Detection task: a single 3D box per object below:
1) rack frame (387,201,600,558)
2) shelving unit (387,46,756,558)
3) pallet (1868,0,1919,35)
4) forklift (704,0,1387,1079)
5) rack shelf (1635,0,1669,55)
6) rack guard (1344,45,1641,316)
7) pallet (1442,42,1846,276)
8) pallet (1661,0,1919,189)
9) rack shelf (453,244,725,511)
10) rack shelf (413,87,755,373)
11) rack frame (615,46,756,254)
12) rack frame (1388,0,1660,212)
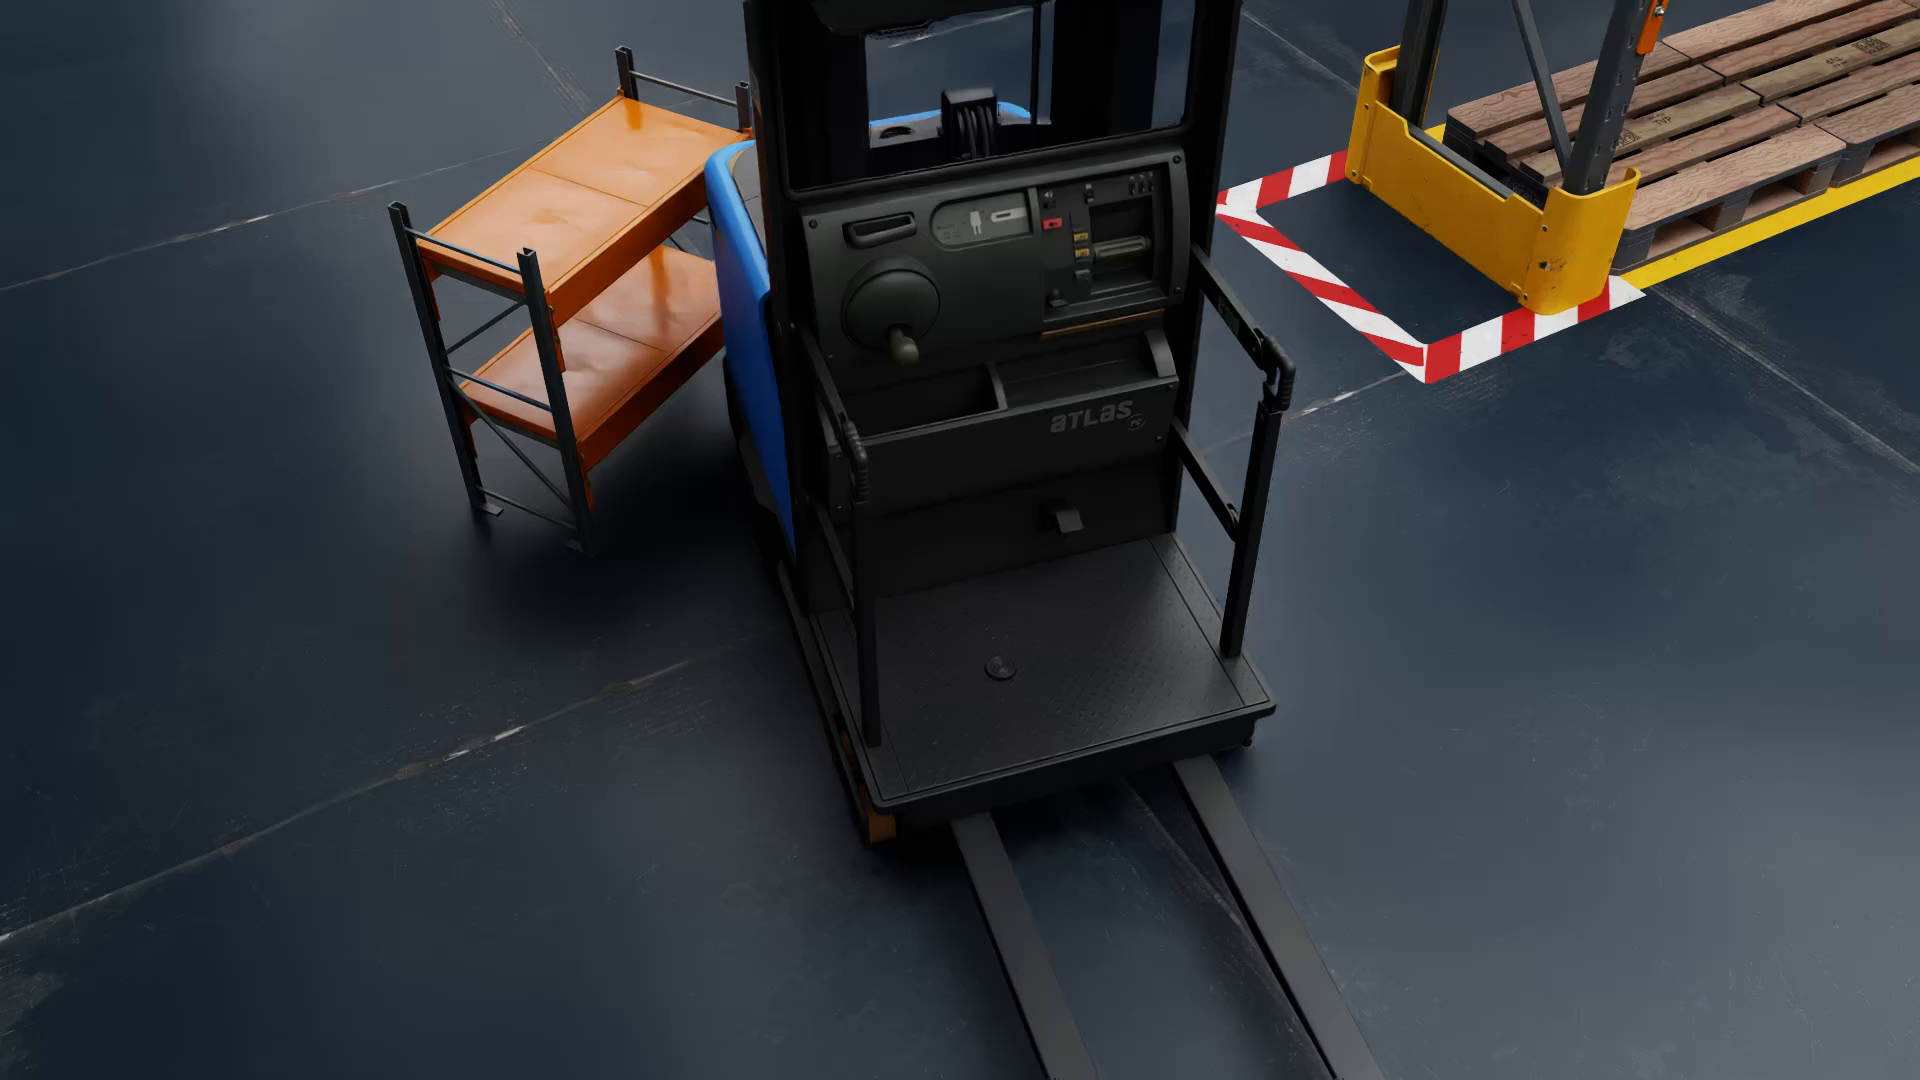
[{"bbox_3d":[-1.355,-0.442,4.898,0.500,1.125,0.032,21,48,21],"label":"rack frame"},{"bbox_3d":[-1.107,-0.751,5.216,0.538,1.125,1.048,21,48,21],"label":"shelving unit"},{"bbox_3d":[4.850,-2.420,7.592,1.213,0.211,1.003,-22,48,-21],"label":"pallet"},{"bbox_3d":[0.166,-0.570,3.733,1.130,2.935,3.031,-13,46,-13],"label":"forklift"},{"bbox_3d":[3.734,-2.747,6.443,4.000,0.370,1.077,-22,48,-21],"label":"rack shelf"},{"bbox_3d":[1.985,-1.398,6.332,0.348,0.500,1.175,-22,48,-21],"label":"rack guard"},{"bbox_3d":[2.734,-1.573,6.720,1.213,0.211,1.003,-22,48,-21],"label":"pallet"},{"bbox_3d":[3.791,-1.994,7.153,1.213,0.211,1.003,-22,48,-21],"label":"pallet"},{"bbox_3d":[-1.107,-0.576,5.387,0.538,0.278,1.000,21,48,21],"label":"rack shelf"},{"bbox_3d":[-1.107,-0.961,5.012,0.538,0.278,1.000,21,48,21],"label":"rack shelf"},{"bbox_3d":[-0.859,-1.060,5.535,0.500,1.125,0.032,21,48,21],"label":"rack frame"},{"bbox_3d":[2.000,-2.311,5.478,0.127,3.000,1.000,-22,48,-21],"label":"rack frame"}]
